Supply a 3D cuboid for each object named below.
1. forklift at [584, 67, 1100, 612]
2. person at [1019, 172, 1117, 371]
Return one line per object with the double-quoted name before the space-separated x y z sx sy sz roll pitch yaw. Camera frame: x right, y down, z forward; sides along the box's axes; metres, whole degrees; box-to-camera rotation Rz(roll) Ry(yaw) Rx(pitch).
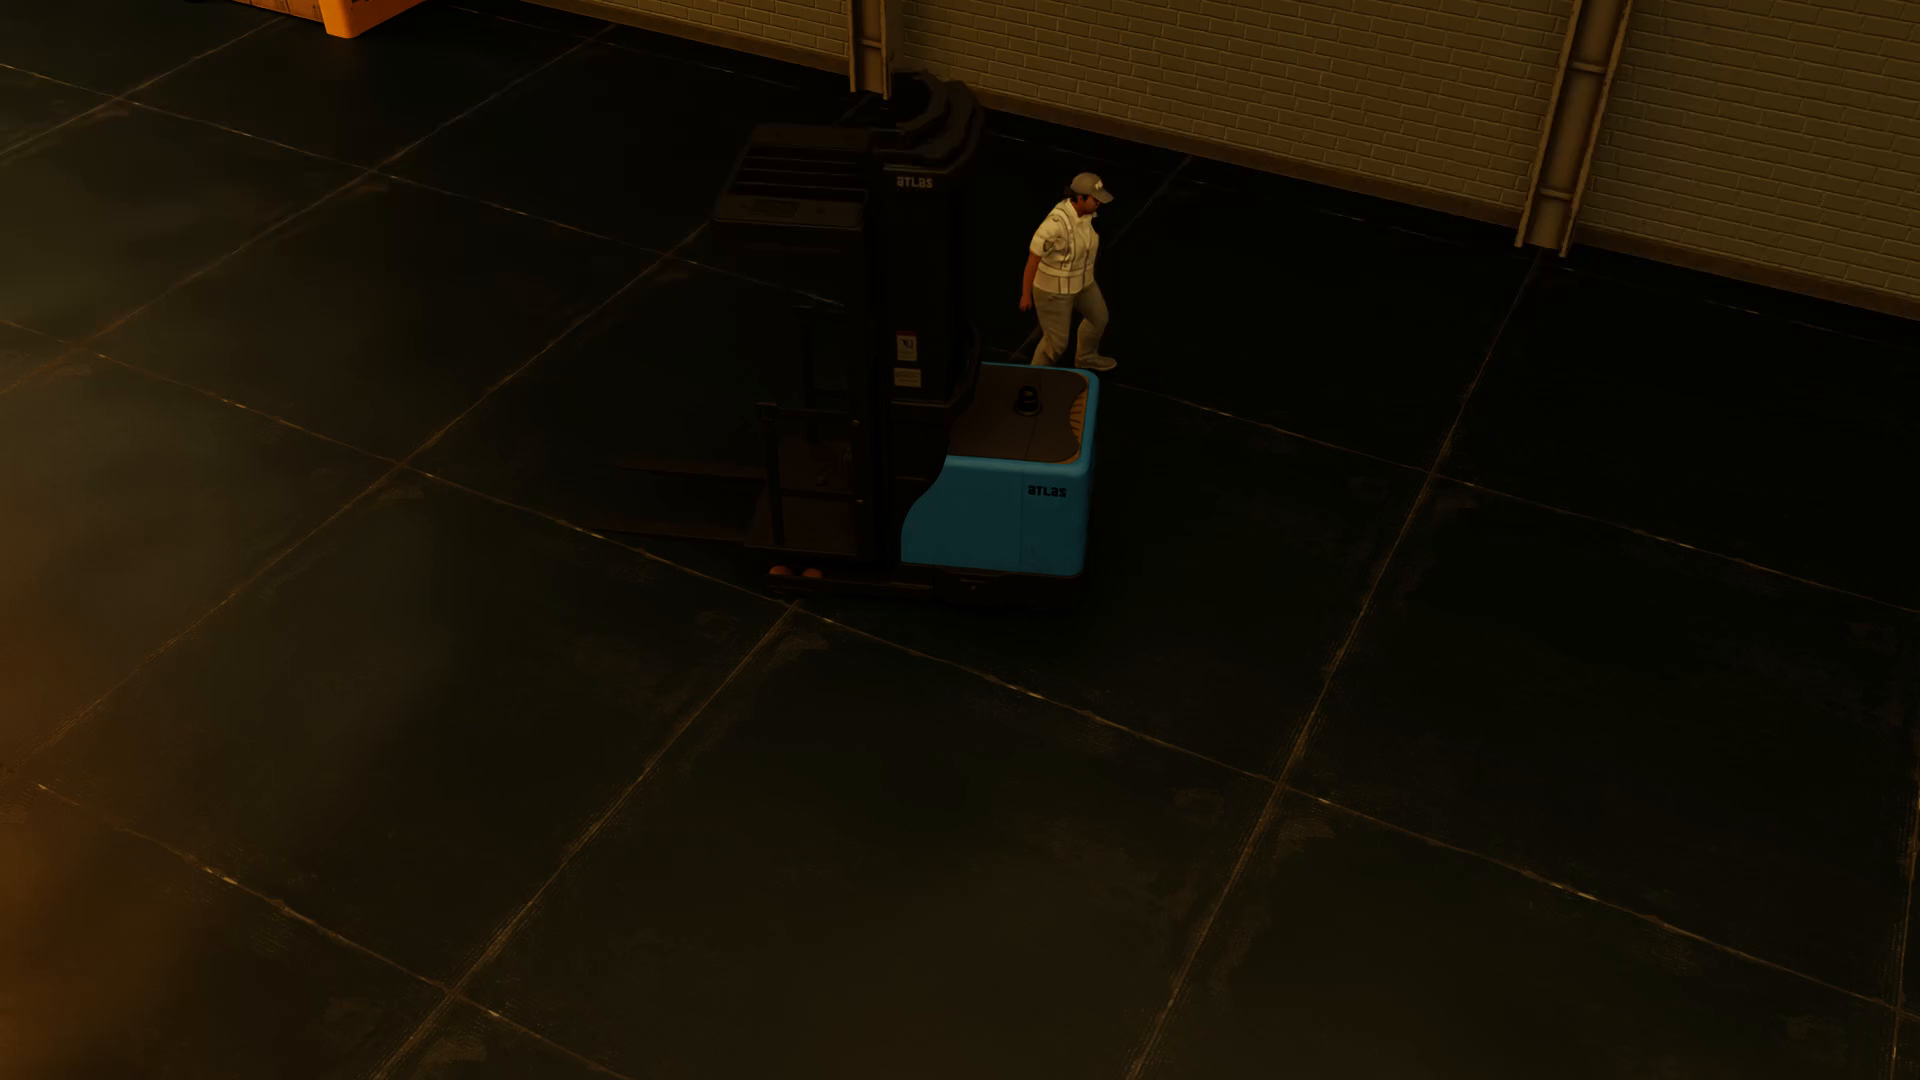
"forklift" -0.724 -1.120 9.317 3.031 2.935 1.130 5 40 6
"person" 0.746 -1.702 11.033 0.467 1.637 0.816 29 48 30
